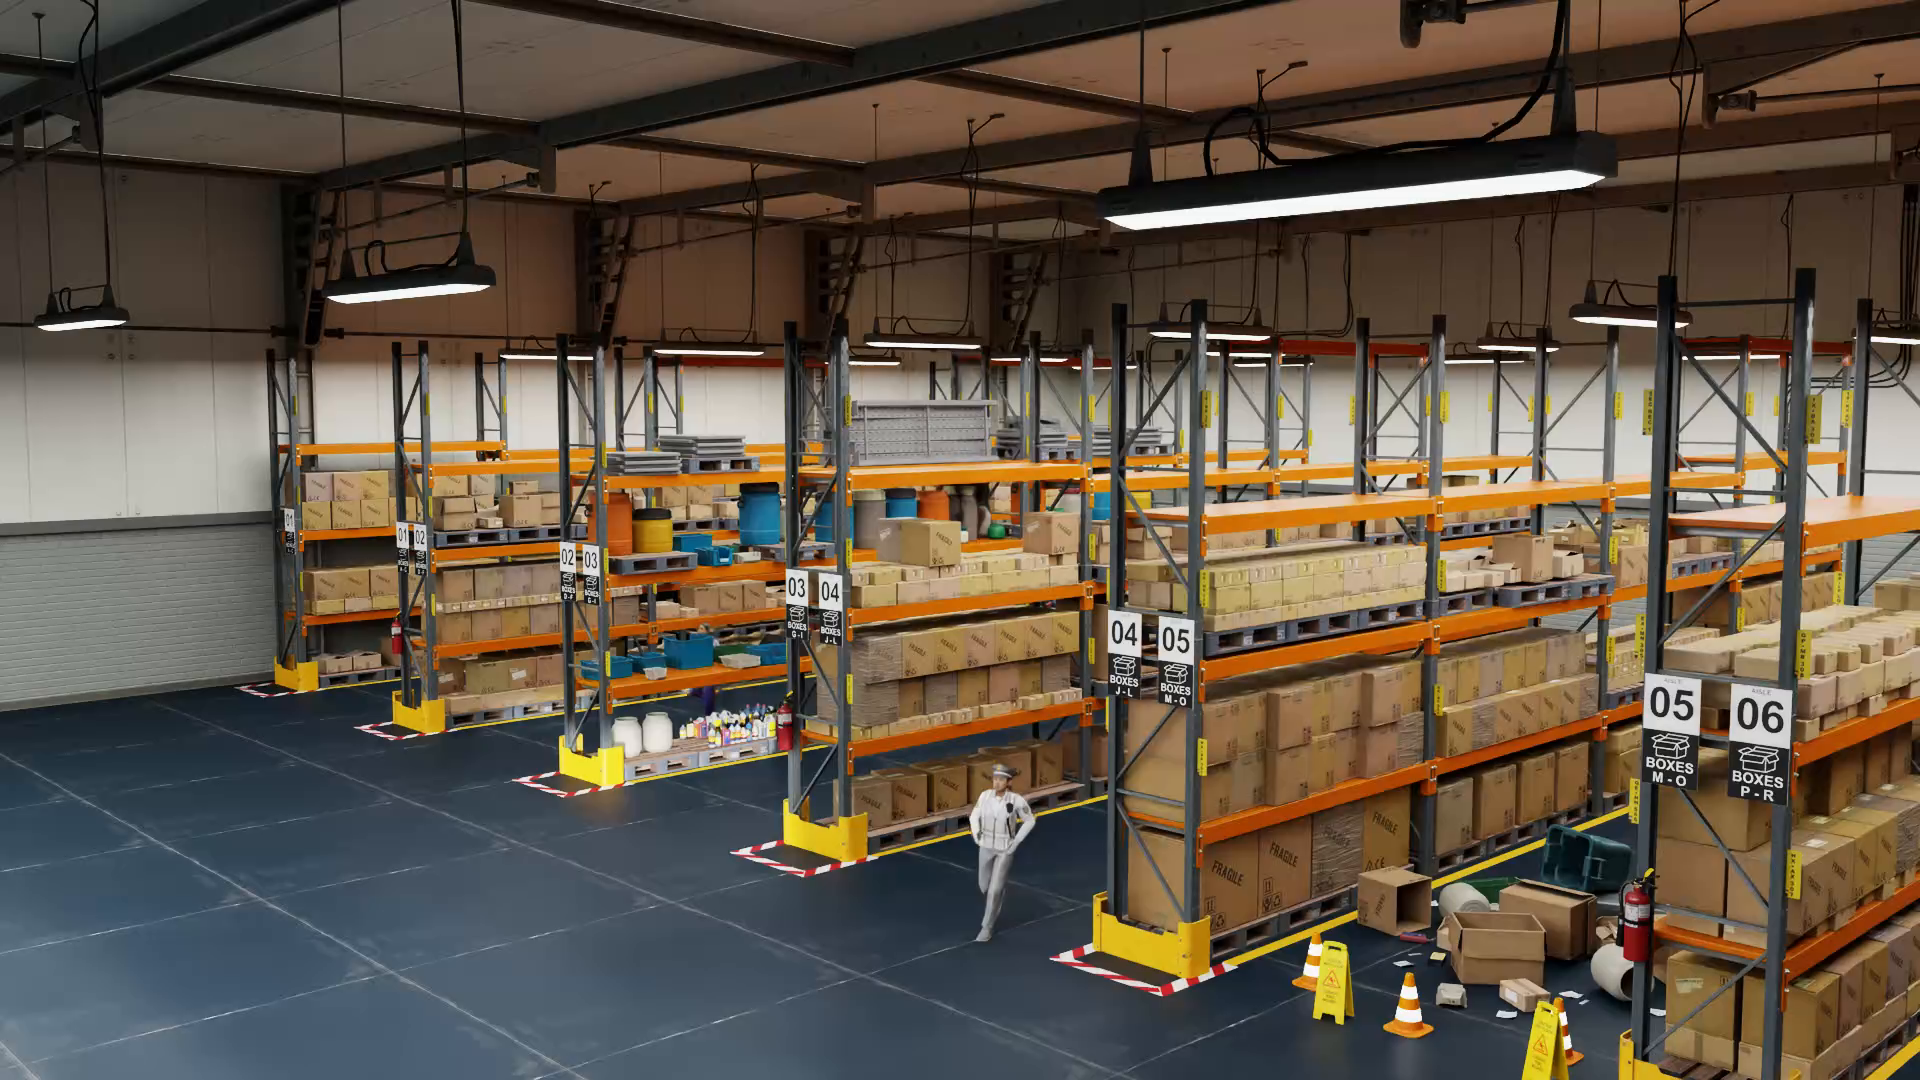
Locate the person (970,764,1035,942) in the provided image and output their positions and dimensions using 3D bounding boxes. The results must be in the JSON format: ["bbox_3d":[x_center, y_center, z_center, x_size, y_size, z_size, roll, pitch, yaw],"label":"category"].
[{"bbox_3d":[0.402,2.959,16.001,0.638,1.687,0.734,2,5,21],"label":"person"}]

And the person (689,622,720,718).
[{"bbox_3d":[-4.073,2.097,26.445,0.645,1.600,0.623,3,6,33],"label":"person"}]
